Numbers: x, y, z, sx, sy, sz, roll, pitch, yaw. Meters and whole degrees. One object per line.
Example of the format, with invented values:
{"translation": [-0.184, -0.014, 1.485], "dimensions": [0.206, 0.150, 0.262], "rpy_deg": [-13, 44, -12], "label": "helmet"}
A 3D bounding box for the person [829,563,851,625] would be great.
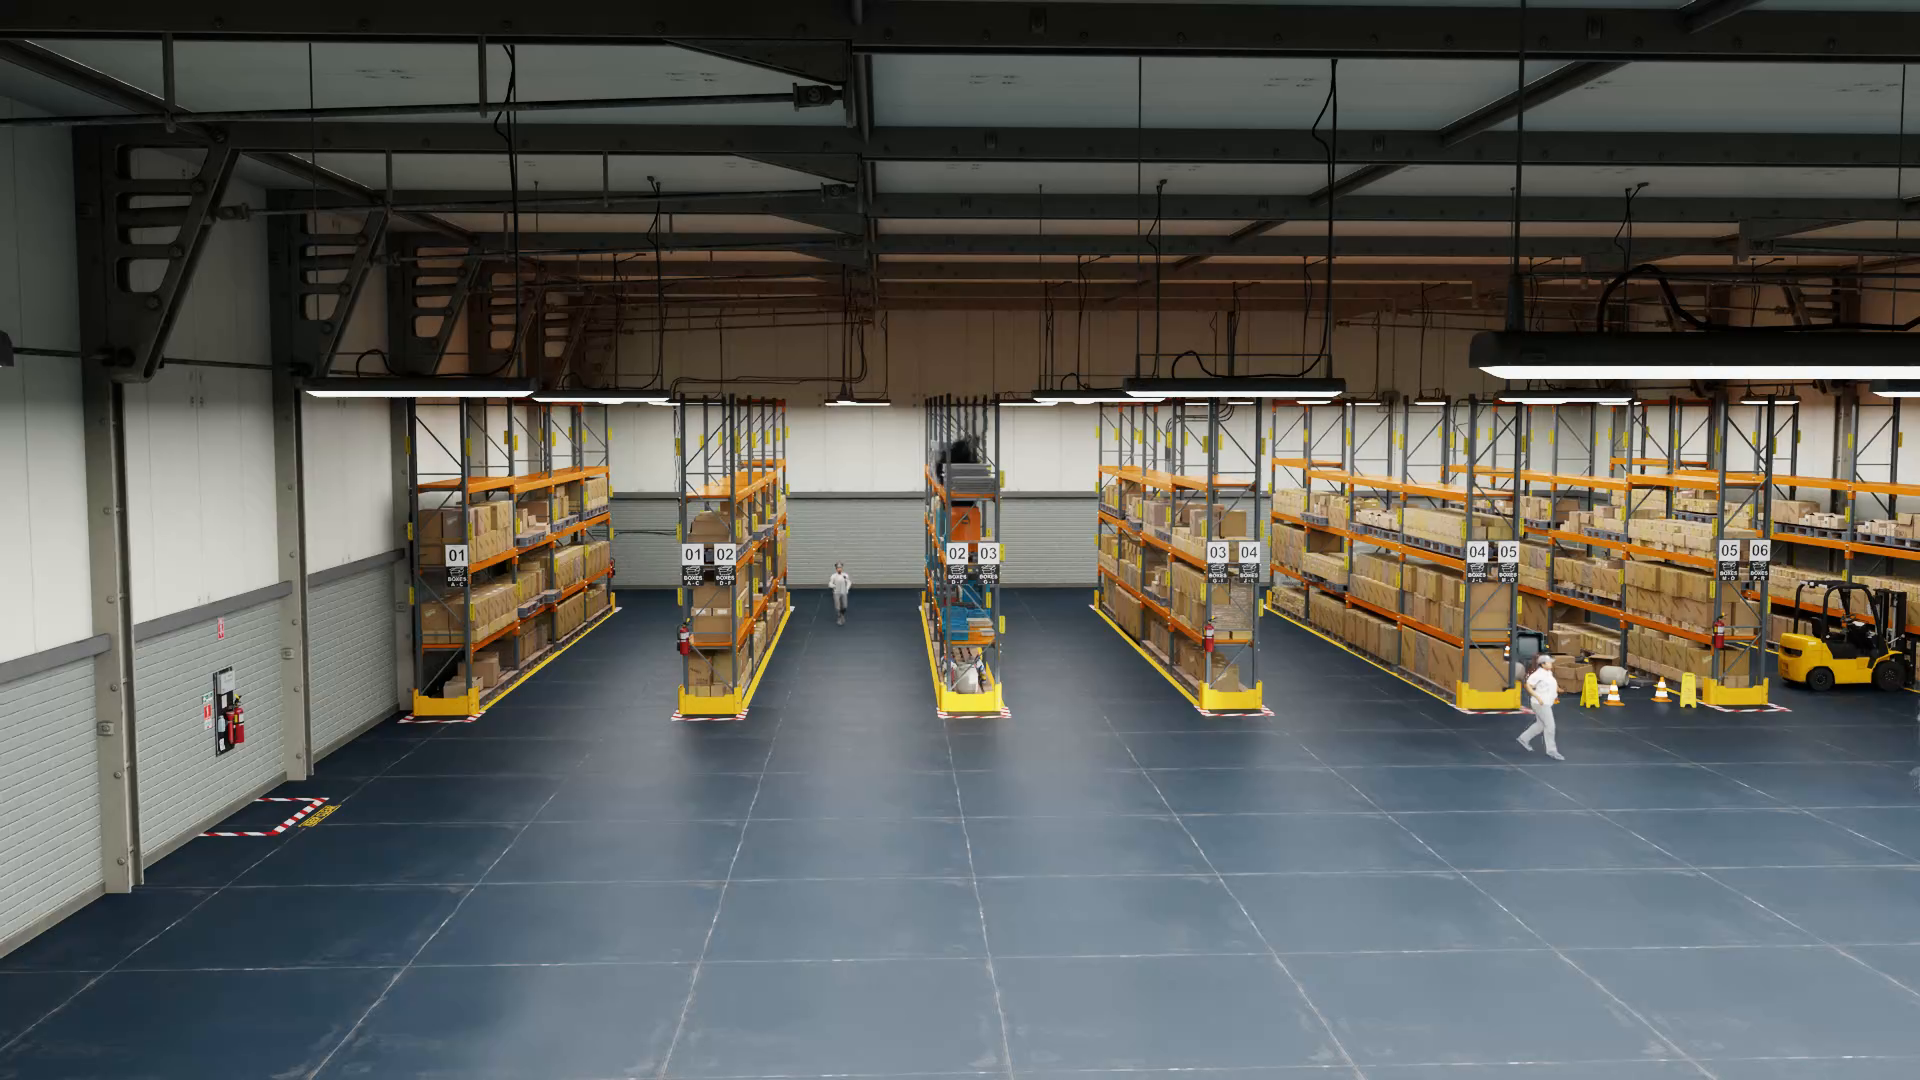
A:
{"translation": [-3.143, 1.421, 43.822], "dimensions": [0.601, 1.656, 0.562], "rpy_deg": [-1, 5, -11], "label": "person"}

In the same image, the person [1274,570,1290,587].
{"translation": [9.522, 0.993, 49.094], "dimensions": [0.610, 1.731, 0.659], "rpy_deg": [0, 5, 0], "label": "person"}

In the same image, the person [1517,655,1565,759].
{"translation": [9.597, 2.728, 27.412], "dimensions": [0.793, 1.689, 0.602], "rpy_deg": [3, 5, 34], "label": "person"}
